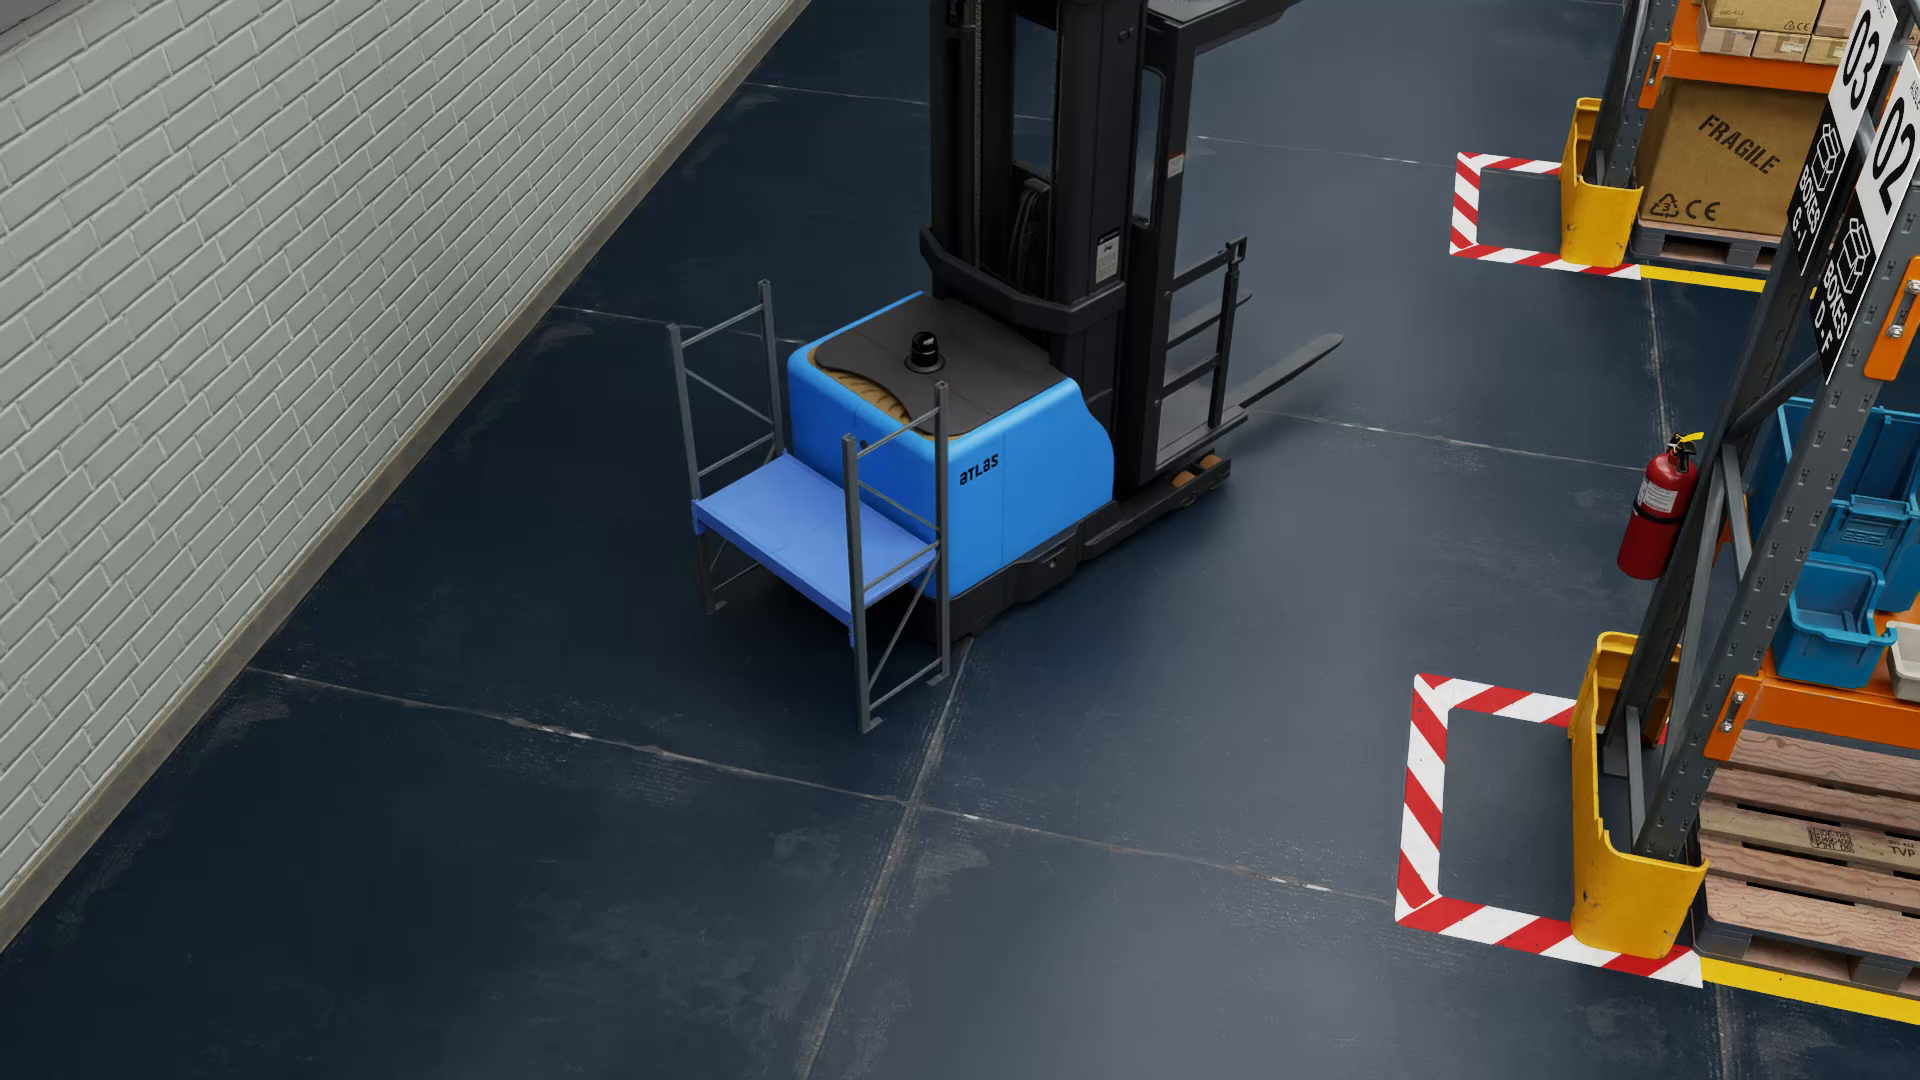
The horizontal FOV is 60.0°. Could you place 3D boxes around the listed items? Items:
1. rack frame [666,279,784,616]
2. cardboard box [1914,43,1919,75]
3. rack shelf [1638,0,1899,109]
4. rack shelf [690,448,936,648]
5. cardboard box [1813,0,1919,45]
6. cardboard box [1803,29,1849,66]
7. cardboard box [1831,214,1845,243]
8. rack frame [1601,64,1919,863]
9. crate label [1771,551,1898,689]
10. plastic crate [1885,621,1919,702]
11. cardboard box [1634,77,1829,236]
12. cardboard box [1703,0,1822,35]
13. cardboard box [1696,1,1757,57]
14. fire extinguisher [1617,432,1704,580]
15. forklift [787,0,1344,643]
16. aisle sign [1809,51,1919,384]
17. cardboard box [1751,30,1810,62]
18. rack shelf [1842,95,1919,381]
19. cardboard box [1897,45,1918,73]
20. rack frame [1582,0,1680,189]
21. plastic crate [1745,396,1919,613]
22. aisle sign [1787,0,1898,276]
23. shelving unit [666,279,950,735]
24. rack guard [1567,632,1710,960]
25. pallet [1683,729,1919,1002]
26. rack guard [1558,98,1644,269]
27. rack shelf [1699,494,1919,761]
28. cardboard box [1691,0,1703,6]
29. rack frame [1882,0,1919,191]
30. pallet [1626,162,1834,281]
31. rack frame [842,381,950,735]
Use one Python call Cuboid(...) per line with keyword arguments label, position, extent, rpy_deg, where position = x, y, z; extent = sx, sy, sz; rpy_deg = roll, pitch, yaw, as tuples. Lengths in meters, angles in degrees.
Cuboid(label="rack frame", position=(-0.950, -0.357, 7.033), extent=(0.500, 1.500, 0.032), rpy_deg=(-33, 50, -33))
Cuboid(label="cardboard box", position=(5.094, -2.573, 8.701), extent=(0.250, 0.149, 0.380), rpy_deg=(9, 41, 11))
Cuboid(label="rack shelf", position=(5.775, -2.495, 8.972), extent=(4.000, 0.370, 1.077), rpy_deg=(10, 41, 11))
Cuboid(label="rack shelf", position=(-0.591, 0.012, 6.874), extent=(0.538, 0.185, 1.000), rpy_deg=(-33, 50, -33))
Cuboid(label="cardboard box", position=(4.741, -2.829, 8.696), extent=(0.500, 0.250, 0.500), rpy_deg=(9, 41, 11))
Cuboid(label="cardboard box", position=(4.596, -2.658, 8.803), extent=(0.250, 0.149, 0.380), rpy_deg=(9, 41, 10))
Cuboid(label="cardboard box", position=(5.361, -2.242, 9.437), extent=(0.875, 0.875, 0.875), rpy_deg=(10, 41, 11))
Cuboid(label="rack frame", position=(2.562, -0.025, 5.473), extent=(0.127, 3.000, 1.000), rpy_deg=(10, 41, 11))
Cuboid(label="crate label", position=(2.716, 0.261, 5.215), extent=(0.303, 0.233, 0.416), rpy_deg=(10, 41, 11))
Cuboid(label="plastic crate", position=(3.004, 0.403, 5.121), extent=(0.298, 0.136, 0.250), rpy_deg=(10, 41, 11))
Cuboid(label="cardboard box", position=(4.482, -2.393, 9.617), extent=(0.875, 0.875, 0.875), rpy_deg=(10, 41, 11))
Cuboid(label="cardboard box", position=(4.237, -2.912, 8.794), extent=(0.500, 0.250, 0.500), rpy_deg=(9, 41, 10))
Cuboid(label="cardboard box", position=(4.100, -2.742, 8.903), extent=(0.250, 0.149, 0.380), rpy_deg=(10, 41, 12))
Cuboid(label="fire extinguisher", position=(2.534, -0.160, 5.983), extent=(0.183, 0.674, 0.296), rpy_deg=(10, 41, 11))
Cuboid(label="forklift", position=(0.671, -1.505, 7.288), extent=(3.031, 2.935, 1.130), rpy_deg=(-31, 49, -31))
Cuboid(label="aisle sign", position=(2.416, -0.848, 4.431), extent=(0.004, 0.787, 0.394), rpy_deg=(10, 41, 11))
Cuboid(label="cardboard box", position=(4.349, -2.701, 8.853), extent=(0.250, 0.149, 0.380), rpy_deg=(9, 41, 11))
Cuboid(label="rack shelf", position=(4.494, -0.566, 4.343), extent=(4.000, 0.370, 1.077), rpy_deg=(10, 41, 11))
Cuboid(label="cardboard box", position=(4.848, -2.616, 8.752), extent=(0.250, 0.149, 0.380), rpy_deg=(9, 41, 11))
Cuboid(label="rack frame", position=(3.843, -3.103, 9.136), extent=(0.127, 3.000, 1.000), rpy_deg=(10, 41, 11))
Cuboid(label="plastic crate", position=(2.934, -0.122, 5.514), extent=(0.499, 0.435, 0.616), rpy_deg=(10, 41, 11))
Cuboid(label="aisle sign", position=(2.569, -1.215, 4.867), extent=(0.004, 0.787, 0.394), rpy_deg=(10, 41, 11))
Cuboid(label="shelving unit", position=(-0.591, -0.126, 6.758), extent=(0.538, 1.500, 1.048), rpy_deg=(-33, 50, -33))
Cuboid(label="rack guard", position=(2.536, 0.936, 6.272), extent=(0.348, 0.500, 1.175), rpy_deg=(10, 41, 11))
Cuboid(label="pallet", position=(3.349, 1.204, 6.177), extent=(1.213, 0.211, 1.003), rpy_deg=(10, 41, 11))
Cuboid(label="rack guard", position=(3.820, -2.149, 9.945), extent=(0.348, 0.500, 1.175), rpy_deg=(10, 41, 11))
Cuboid(label="rack shelf", position=(4.494, 0.582, 5.308), extent=(4.000, 0.370, 1.077), rpy_deg=(10, 41, 11))
Cuboid(label="cardboard box", position=(4.272, -3.152, 9.390), extent=(0.250, 0.149, 0.380), rpy_deg=(11, 41, 12))
Cuboid(label="rack frame", position=(2.562, -2.323, 3.543), extent=(0.127, 3.000, 1.000), rpy_deg=(10, 41, 11))
Cuboid(label="pallet", position=(4.635, -1.950, 9.933), extent=(1.213, 0.211, 1.003), rpy_deg=(10, 41, 11))
Cuboid(label="rack frame", position=(-0.232, 0.106, 6.483), extent=(0.500, 1.500, 0.032), rpy_deg=(-33, 50, -33))
